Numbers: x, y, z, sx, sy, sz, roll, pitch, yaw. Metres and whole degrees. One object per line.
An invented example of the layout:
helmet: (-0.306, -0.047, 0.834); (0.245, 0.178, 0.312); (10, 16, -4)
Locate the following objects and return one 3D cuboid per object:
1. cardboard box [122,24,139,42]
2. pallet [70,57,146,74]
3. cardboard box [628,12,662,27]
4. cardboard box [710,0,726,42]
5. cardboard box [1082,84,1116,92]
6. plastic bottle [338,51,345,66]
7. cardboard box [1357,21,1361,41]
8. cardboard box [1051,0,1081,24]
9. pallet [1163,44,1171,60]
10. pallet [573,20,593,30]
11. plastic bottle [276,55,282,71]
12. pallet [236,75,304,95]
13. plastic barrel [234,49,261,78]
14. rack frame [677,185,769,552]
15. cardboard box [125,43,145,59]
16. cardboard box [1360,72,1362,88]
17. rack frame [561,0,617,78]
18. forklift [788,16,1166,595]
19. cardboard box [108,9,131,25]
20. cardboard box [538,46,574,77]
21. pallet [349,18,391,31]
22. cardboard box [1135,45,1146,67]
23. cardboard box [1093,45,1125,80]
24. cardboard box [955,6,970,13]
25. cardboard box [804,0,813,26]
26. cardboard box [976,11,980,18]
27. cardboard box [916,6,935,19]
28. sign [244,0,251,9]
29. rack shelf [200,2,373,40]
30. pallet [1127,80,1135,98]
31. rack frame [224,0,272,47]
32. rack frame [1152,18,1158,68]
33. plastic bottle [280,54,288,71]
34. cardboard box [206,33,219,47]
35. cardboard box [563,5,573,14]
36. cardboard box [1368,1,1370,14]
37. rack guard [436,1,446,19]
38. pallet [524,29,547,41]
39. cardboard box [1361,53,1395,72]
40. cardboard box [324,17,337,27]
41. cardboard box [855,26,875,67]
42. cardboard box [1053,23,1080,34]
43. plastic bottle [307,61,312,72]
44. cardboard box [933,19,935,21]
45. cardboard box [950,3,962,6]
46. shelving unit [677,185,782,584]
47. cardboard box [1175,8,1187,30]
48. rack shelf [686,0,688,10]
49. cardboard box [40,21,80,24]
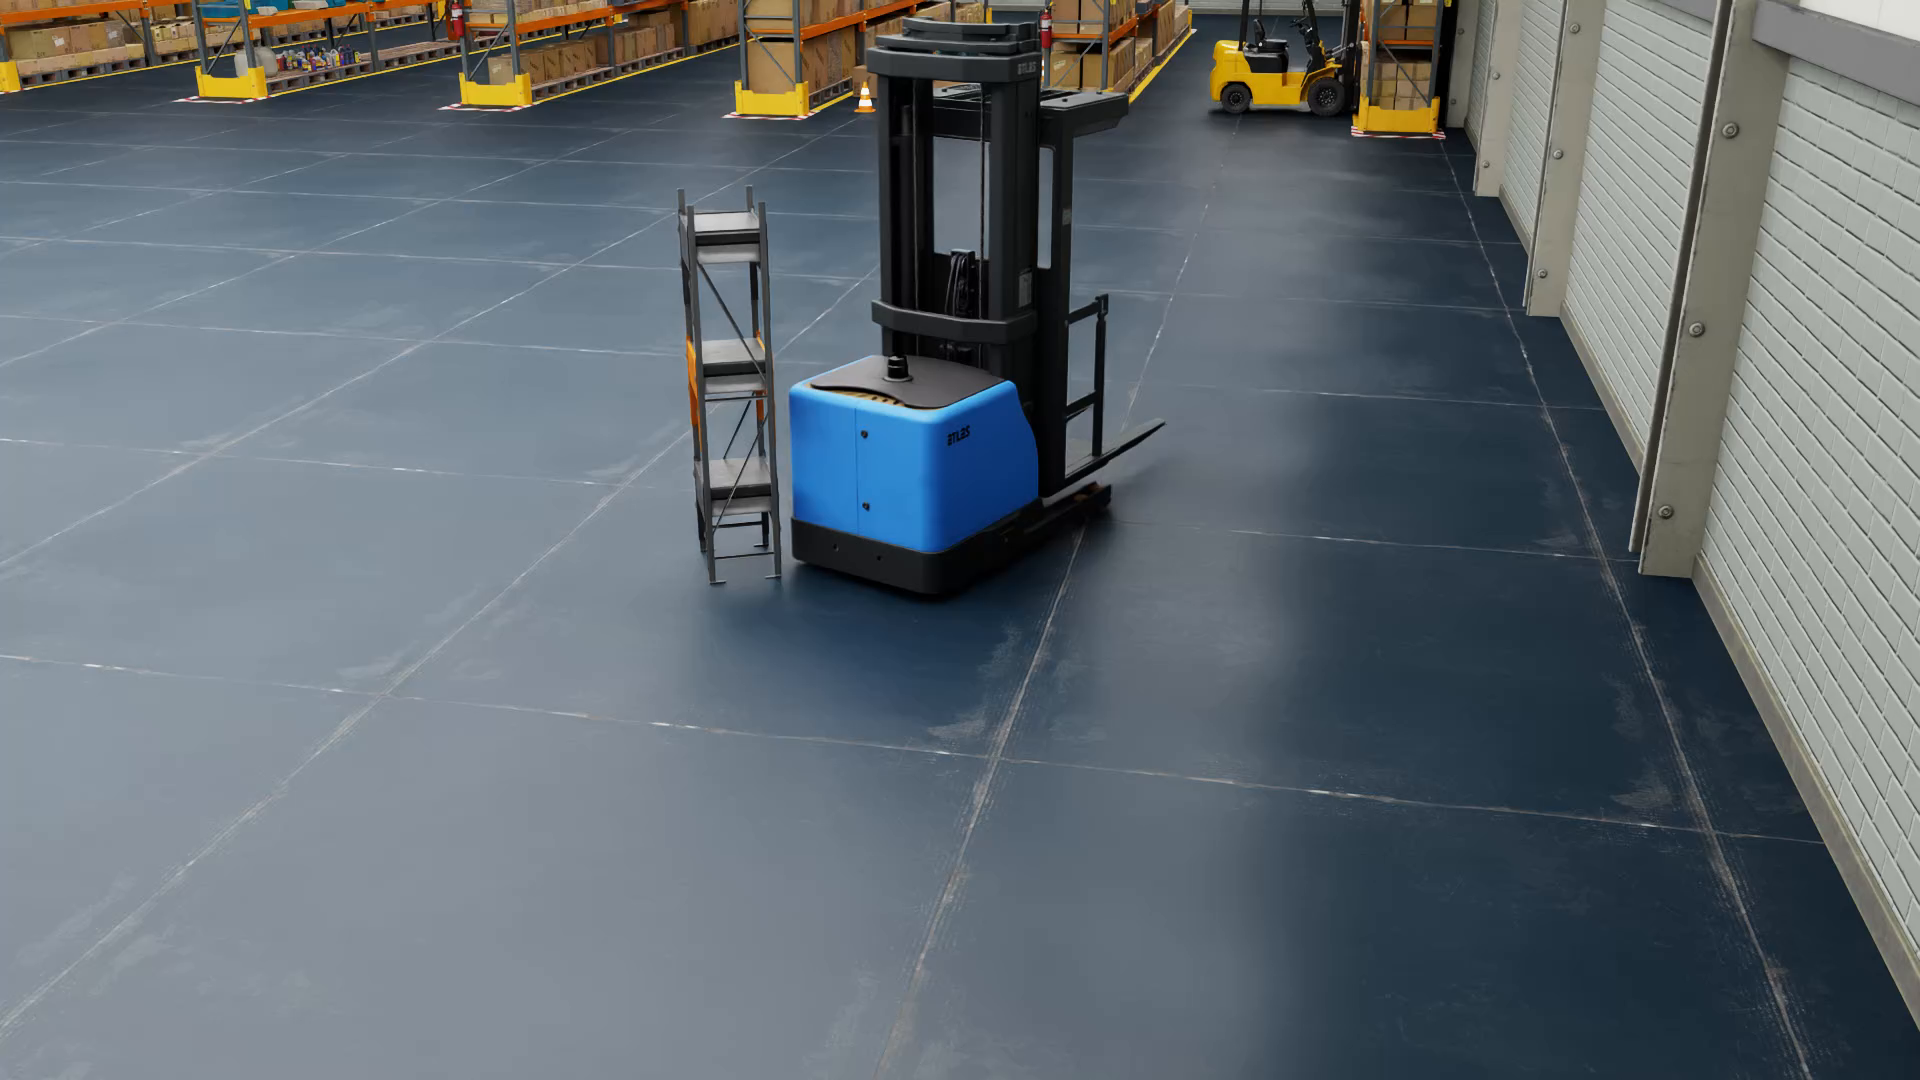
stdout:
cardboard box: (-16.967, -10.358, 33.926); (0.500, 0.311, 0.500); (4, 22, 11)
pallet: (-16.973, -9.428, 32.980); (1.003, 0.211, 1.213); (4, 22, 11)
cardboard box: (-6.462, -10.666, 34.074); (0.500, 0.250, 0.500); (7, 23, 17)
cardboard box: (-5.905, -11.501, 36.677); (1.225, 0.875, 0.875); (5, 22, 11)
cardboard box: (2.248, -7.227, 26.902); (0.500, 0.250, 0.500); (4, 22, 10)
plastic bottle: (-11.802, -9.184, 31.688); (0.061, 0.283, 0.133); (6, 23, 14)
cardboard box: (8.704, -10.726, 35.254); (0.500, 0.500, 0.500); (4, 22, 10)
cardboard box: (1.654, -8.438, 26.258); (0.500, 0.500, 0.500); (4, 22, 10)
pallet: (3.931, -10.394, 35.379); (1.003, 0.211, 1.213); (4, 22, 11)
pallet: (-9.930, -12.982, 41.804); (1.003, 0.211, 1.213); (4, 22, 11)
plastic bottle: (-12.713, -8.903, 31.001); (0.152, 0.276, 0.135); (5, 22, 11)
pallet: (-12.597, -8.202, 29.936); (1.003, 0.211, 1.213); (4, 22, 11)
plastic barrel: (-12.678, -8.454, 29.599); (0.421, 0.512, 0.421); (0, 22, 0)
rack frame: (-1.319, -0.925, 9.339); (0.400, 2.100, 0.015); (-5, 23, -13)
cardboard box: (-16.650, -9.742, 33.146); (0.500, 0.250, 0.500); (4, 22, 11)
cardboard box: (6.664, -7.383, 26.620); (0.500, 0.250, 0.500); (4, 22, 10)
rack frame: (-7.072, -10.252, 31.295); (1.000, 3.000, 0.127); (4, 22, 11)
forklift: (0.279, -1.563, 9.811); (1.130, 2.935, 3.031); (14, 26, 31)
cardboard box: (-20.340, -12.625, 39.500); (0.750, 0.750, 0.750); (4, 22, 11)
cardboard box: (-7.352, -8.701, 30.228); (0.500, 0.500, 0.500); (2, 22, 6)
pallet: (-14.996, -12.892, 41.583); (1.003, 0.211, 1.213); (4, 22, 11)
cardboard box: (3.018, -9.183, 31.594); (0.950, 0.372, 0.625); (5, 23, 13)
cardboard box: (2.466, -7.958, 27.714); (0.500, 0.500, 0.500); (5, 22, 12)
cardboard box: (0.038, -12.689, 39.803); (0.380, 0.149, 0.250); (4, 22, 9)
cardboard box: (-2.931, -8.786, 27.453); (0.875, 0.550, 0.550); (4, 22, 11)
cardboard box: (0.279, -12.831, 40.554); (0.380, 0.149, 0.250); (4, 22, 9)
cardboard box: (-0.826, -11.283, 35.633); (0.500, 0.250, 0.500); (5, 22, 11)
sign: (-12.199, -9.252, 28.440); (0.100, 0.325, 0.005); (4, 22, 11)
rack shelf: (-12.329, -9.565, 30.551); (1.077, 0.370, 4.000); (4, 22, 11)
pallet: (2.527, -7.955, 29.324); (1.003, 0.211, 1.213); (4, 22, 11)
rack frame: (-15.953, -12.472, 36.806); (1.000, 3.000, 0.127); (4, 22, 11)
rack frame: (3.446, -10.960, 33.052); (1.000, 3.000, 0.127); (4, 22, 11)
plastic bottle: (-12.609, -8.898, 30.980); (0.061, 0.283, 0.133); (4, 22, 11)
cardboard box: (-16.131, -10.619, 35.325); (0.500, 0.250, 0.500); (5, 22, 12)
cardboard box: (-7.149, -9.487, 29.732); (0.380, 0.149, 0.250); (4, 22, 11)
cardboard box: (7.053, -8.832, 27.635); (0.500, 0.500, 0.500); (5, 22, 12)
rack guard: (-14.336, -14.210, 44.468); (1.175, 0.500, 0.348); (4, 22, 11)
pallet: (-10.487, -11.983, 39.325); (1.003, 0.211, 1.213); (4, 22, 11)
cardboard box: (6.653, -7.605, 26.501); (0.500, 0.250, 0.500); (5, 22, 12)
cardboard box: (-15.169, -12.414, 39.418); (0.500, 0.500, 0.500); (5, 22, 12)
cardboard box: (-2.199, -9.223, 31.187); (1.050, 0.750, 0.750); (4, 22, 11)
cardboard box: (1.680, -8.071, 26.214); (0.380, 0.149, 0.250); (5, 23, 13)
plastic bottle: (-12.041, -8.750, 30.722); (0.097, 0.201, 0.097); (0, 22, 0)
cardboard box: (-0.828, -10.947, 35.804); (0.500, 0.500, 0.500); (4, 22, 10)
cardboard box: (-0.167, -13.099, 40.820); (0.380, 0.149, 0.250); (5, 22, 12)
shelving unit: (-1.258, -0.836, 9.120); (0.431, 2.100, 0.503); (-5, 23, -13)
cardboard box: (4.863, -12.308, 39.266); (0.875, 0.438, 0.875); (5, 22, 12)
rack shelf: (-5.848, -12.113, 36.878); (1.077, 0.370, 4.000); (4, 22, 11)
cardboard box: (-17.374, -9.765, 32.199); (0.500, 0.500, 0.500); (4, 22, 11)
